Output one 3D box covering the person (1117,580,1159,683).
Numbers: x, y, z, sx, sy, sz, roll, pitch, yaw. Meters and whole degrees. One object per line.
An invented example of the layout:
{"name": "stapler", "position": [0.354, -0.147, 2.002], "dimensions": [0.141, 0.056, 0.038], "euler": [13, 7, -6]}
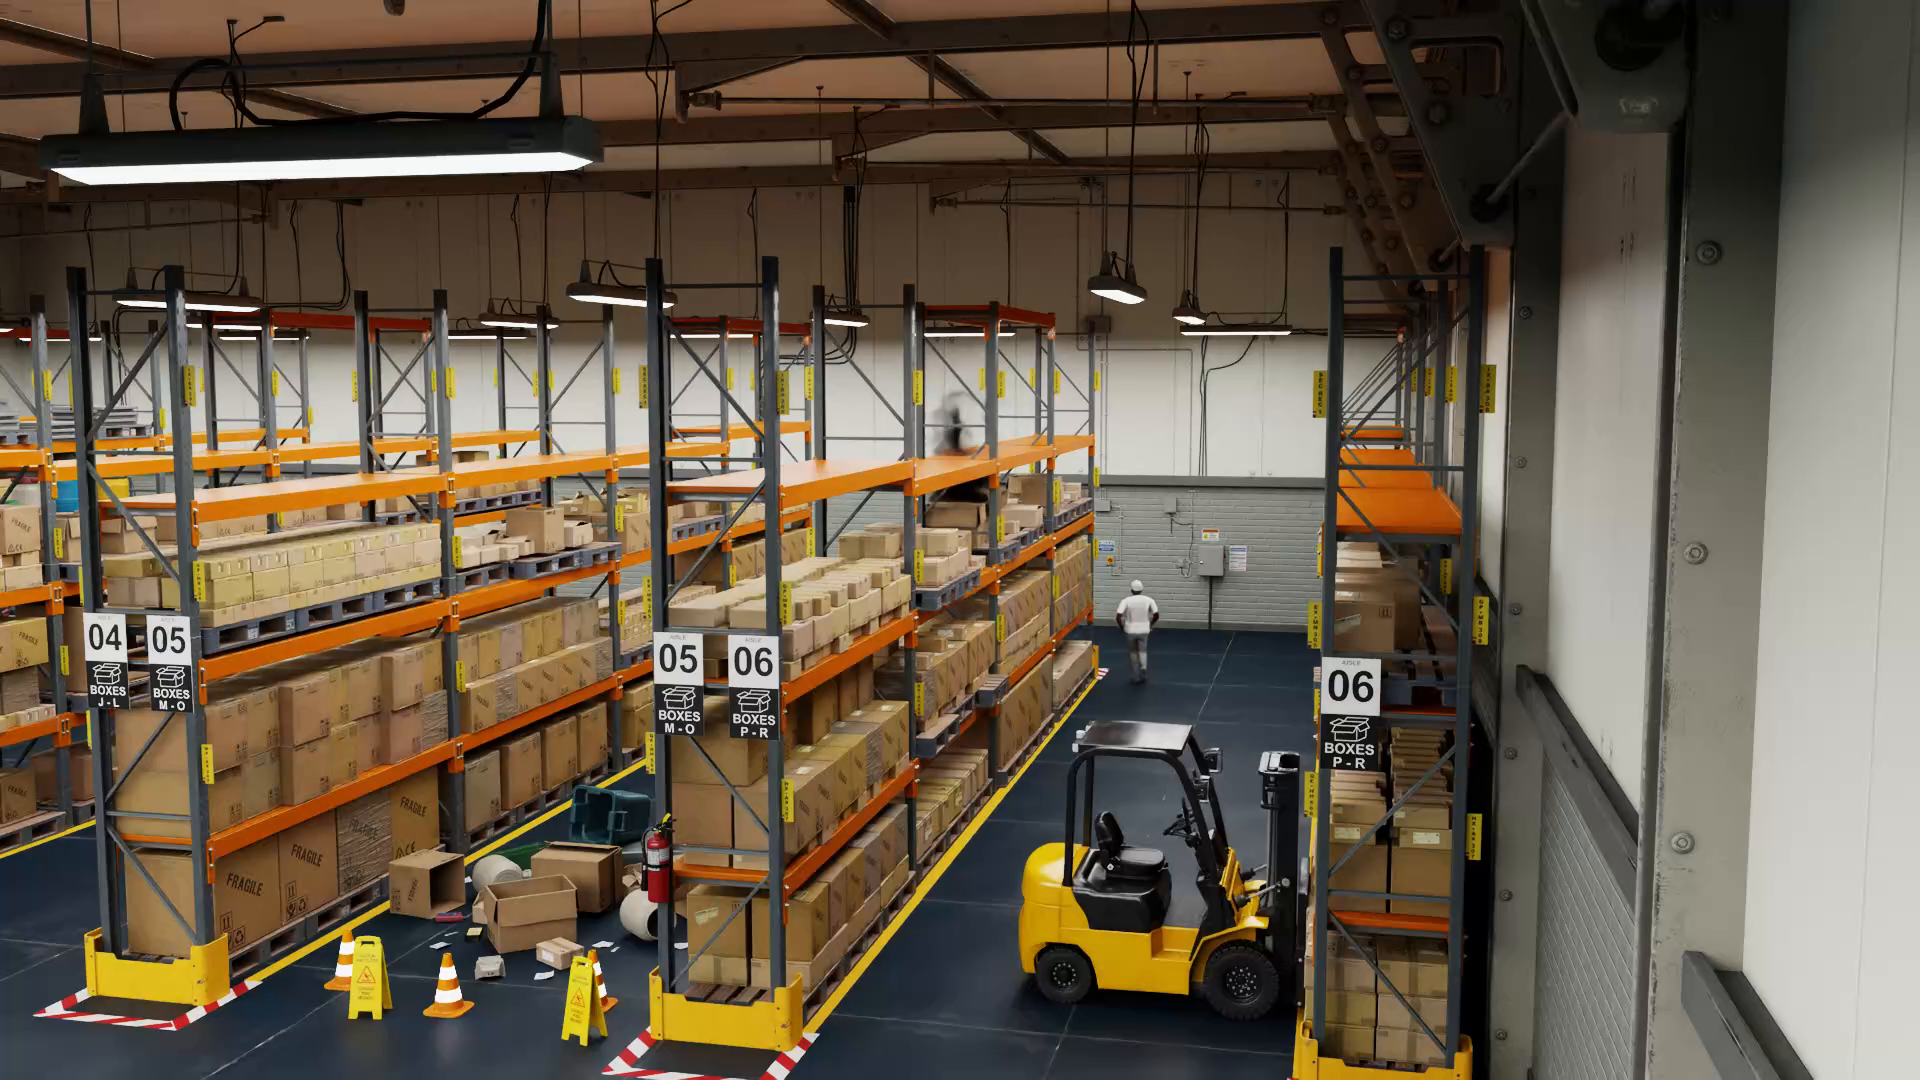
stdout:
{"name": "person", "position": [2.938, 1.530, 27.525], "dimensions": [0.705, 1.738, 0.730], "euler": [0, 6, 2]}
